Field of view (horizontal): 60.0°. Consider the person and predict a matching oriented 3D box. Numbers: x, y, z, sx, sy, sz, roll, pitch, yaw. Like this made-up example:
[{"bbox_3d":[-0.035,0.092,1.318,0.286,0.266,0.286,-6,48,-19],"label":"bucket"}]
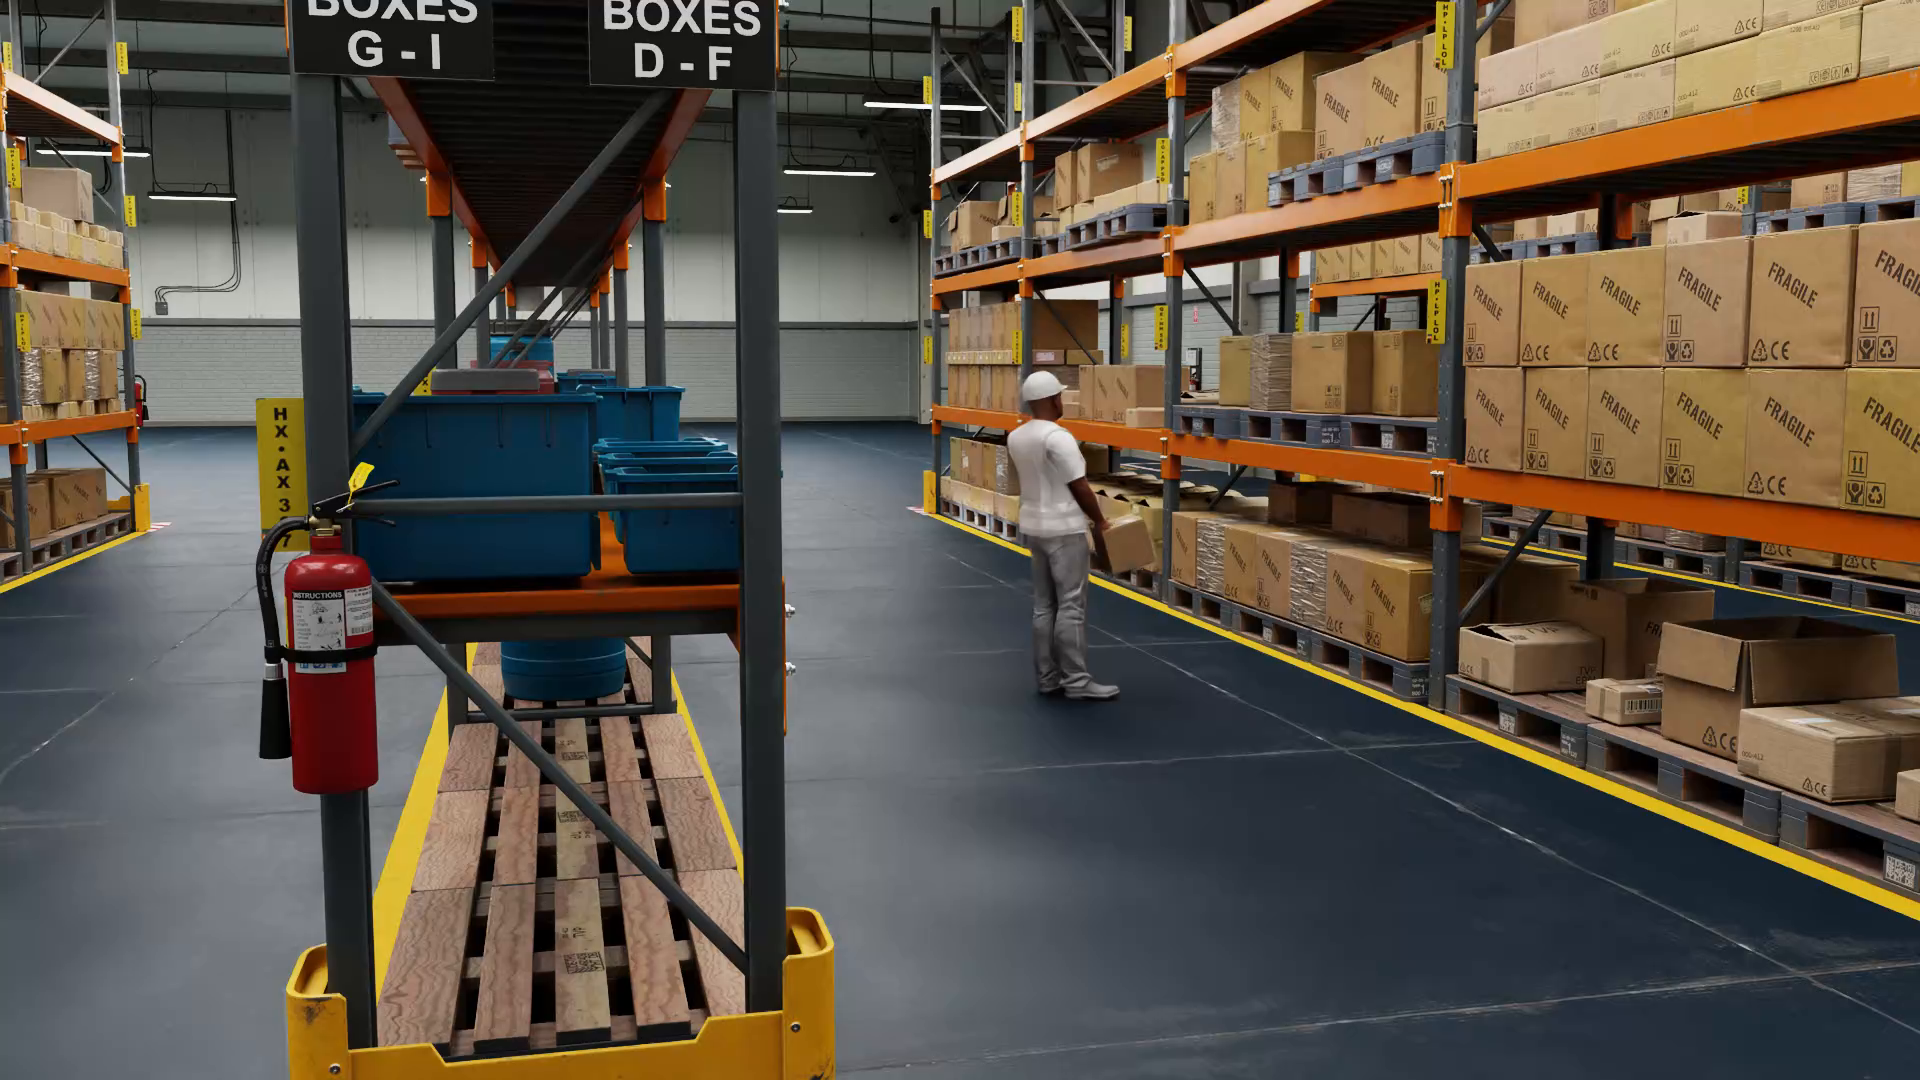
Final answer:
[{"bbox_3d":[0.561,-0.036,9.110,0.493,1.773,0.583,-3,7,-29],"label":"person"}]
